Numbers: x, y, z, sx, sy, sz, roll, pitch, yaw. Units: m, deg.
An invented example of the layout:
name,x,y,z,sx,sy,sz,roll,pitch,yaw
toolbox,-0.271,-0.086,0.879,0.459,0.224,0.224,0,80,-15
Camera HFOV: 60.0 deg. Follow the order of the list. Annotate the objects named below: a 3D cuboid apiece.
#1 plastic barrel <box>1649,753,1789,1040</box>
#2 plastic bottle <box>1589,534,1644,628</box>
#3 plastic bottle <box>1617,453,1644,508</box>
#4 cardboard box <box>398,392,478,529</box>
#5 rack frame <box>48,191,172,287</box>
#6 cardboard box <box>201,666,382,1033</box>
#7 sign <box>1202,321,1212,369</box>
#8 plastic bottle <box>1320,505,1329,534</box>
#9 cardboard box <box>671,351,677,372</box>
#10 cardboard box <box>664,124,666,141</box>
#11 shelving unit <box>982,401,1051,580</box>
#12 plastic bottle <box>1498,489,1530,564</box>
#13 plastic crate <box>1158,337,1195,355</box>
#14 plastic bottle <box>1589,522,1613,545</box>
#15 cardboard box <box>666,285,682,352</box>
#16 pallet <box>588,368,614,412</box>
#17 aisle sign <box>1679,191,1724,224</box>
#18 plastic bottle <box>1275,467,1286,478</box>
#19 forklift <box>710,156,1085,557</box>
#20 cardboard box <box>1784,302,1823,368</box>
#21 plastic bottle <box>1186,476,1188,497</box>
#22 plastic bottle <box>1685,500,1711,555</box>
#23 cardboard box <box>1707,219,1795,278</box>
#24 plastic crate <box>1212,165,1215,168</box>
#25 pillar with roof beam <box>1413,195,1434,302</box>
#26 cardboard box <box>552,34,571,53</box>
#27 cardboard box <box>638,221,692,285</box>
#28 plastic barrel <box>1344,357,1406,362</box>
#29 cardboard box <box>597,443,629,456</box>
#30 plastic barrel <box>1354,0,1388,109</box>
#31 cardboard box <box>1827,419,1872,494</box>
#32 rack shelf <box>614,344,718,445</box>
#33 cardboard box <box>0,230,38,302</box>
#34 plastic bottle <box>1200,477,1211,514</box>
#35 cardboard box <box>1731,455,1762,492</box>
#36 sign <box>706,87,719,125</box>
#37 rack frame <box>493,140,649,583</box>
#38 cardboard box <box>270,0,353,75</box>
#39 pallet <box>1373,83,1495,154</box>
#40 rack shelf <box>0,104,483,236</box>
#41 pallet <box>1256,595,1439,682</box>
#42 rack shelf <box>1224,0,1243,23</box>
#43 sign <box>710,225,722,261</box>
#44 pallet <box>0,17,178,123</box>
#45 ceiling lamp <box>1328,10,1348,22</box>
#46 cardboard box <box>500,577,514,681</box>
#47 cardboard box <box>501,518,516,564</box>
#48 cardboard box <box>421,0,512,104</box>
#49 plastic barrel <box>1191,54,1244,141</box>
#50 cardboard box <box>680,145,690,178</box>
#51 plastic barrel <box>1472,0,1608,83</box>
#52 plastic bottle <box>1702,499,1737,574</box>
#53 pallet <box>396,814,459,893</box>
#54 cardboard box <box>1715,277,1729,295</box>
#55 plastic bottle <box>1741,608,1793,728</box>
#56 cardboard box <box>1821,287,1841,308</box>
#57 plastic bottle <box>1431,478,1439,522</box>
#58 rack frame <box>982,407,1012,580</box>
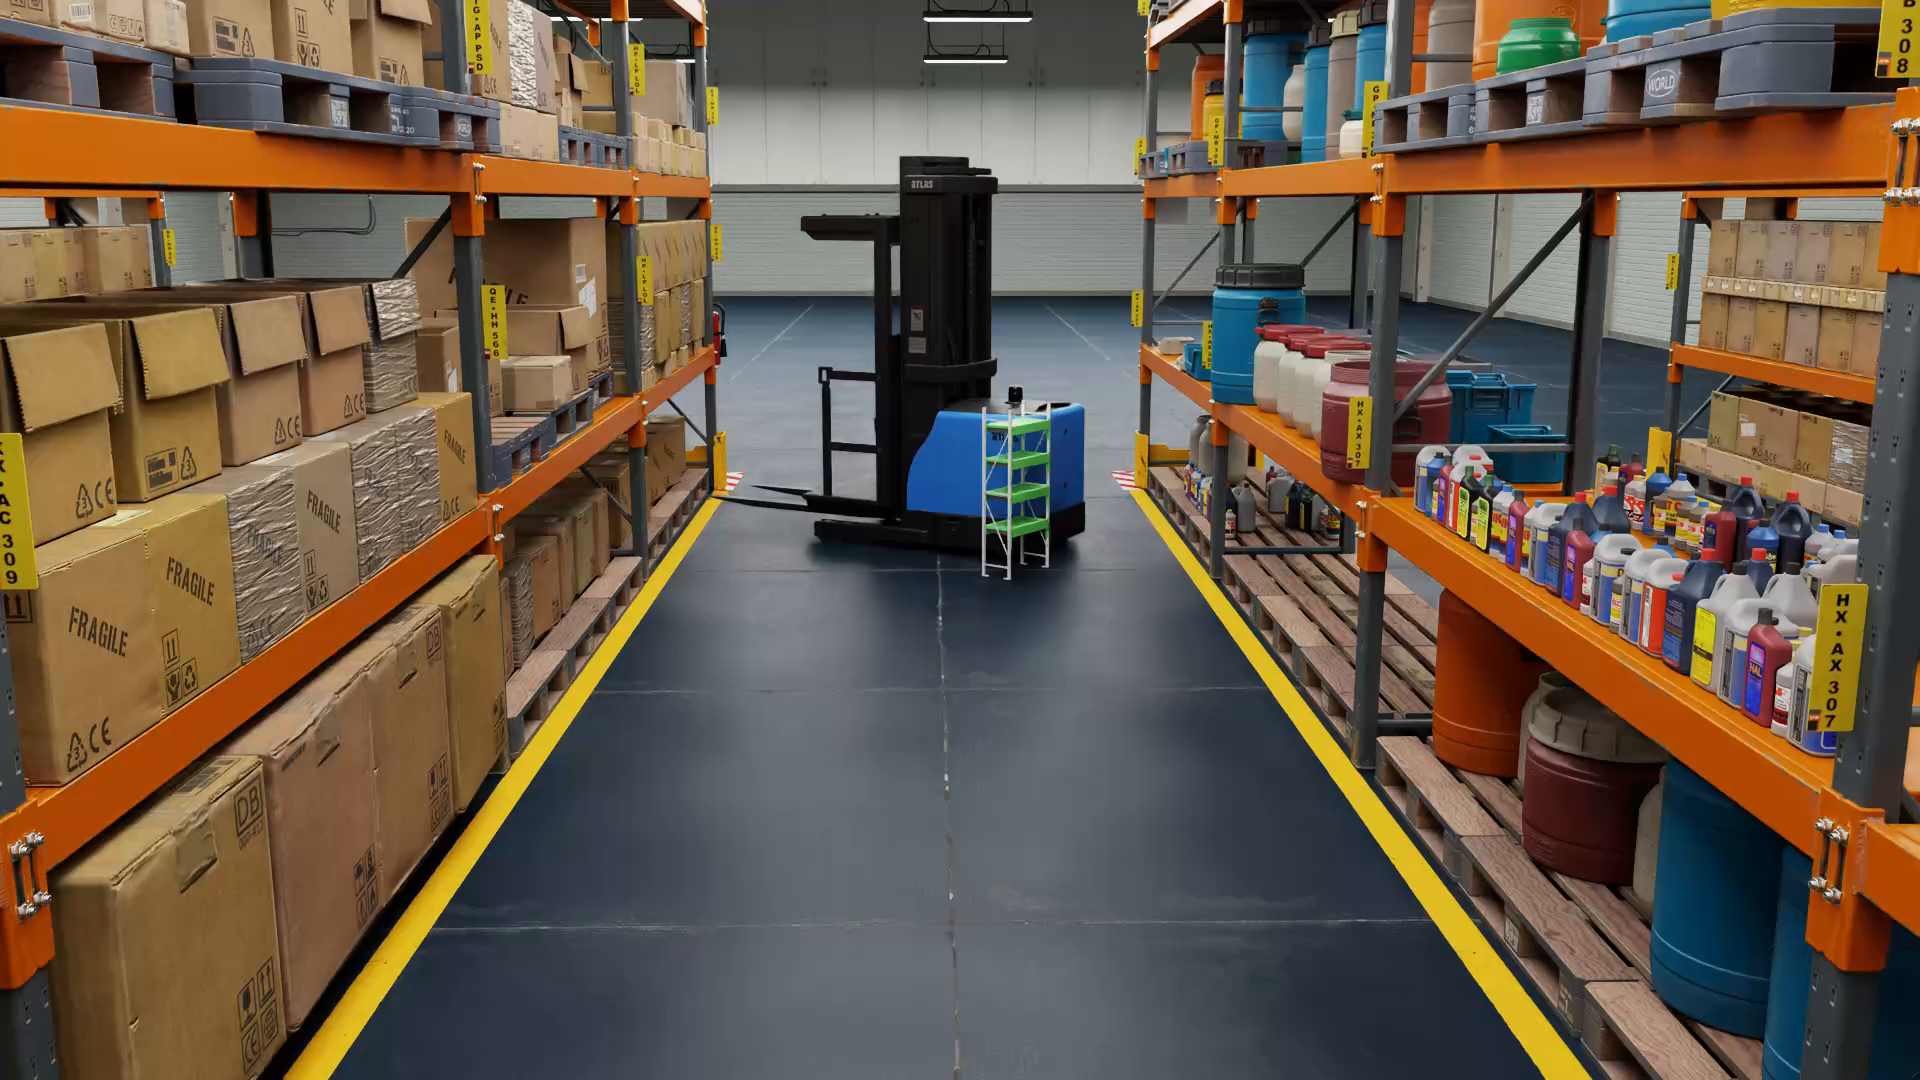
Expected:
name,x,y,z,sx,sy,sz,roll,pitch,yaw
plastic barrel,2.423,0.961,4.998,0.600,0.901,0.708,0,11,-1
plastic bottle,2.075,0.126,5.207,0.152,0.276,0.135,0,11,-1
plastic bottle,2.788,-0.226,6.921,0.061,0.283,0.133,0,11,-1
cardboard box,-2.345,-0.339,6.934,0.500,0.500,0.500,0,11,1
rack frame,-7.729,-1.977,15.260,1.000,3.000,0.127,0,11,-1
cardboard box,-2.573,0.939,5.175,1.225,0.875,0.875,-1,11,-3
sign,1.716,-1.338,11.414,0.100,0.325,0.005,0,11,-1
plastic bottle,2.694,-0.152,12.197,0.097,0.201,0.097,0,11,0
cardboard box,-2.434,-1.401,13.053,0.380,0.149,0.250,0,11,-1
cardboard box,-2.488,-3.150,12.872,0.380,0.149,0.250,0,11,0
shelving unit,0.400,-0.362,11.825,0.258,1.200,0.503,8,14,35
plastic bottle,2.029,-0.050,6.085,0.097,0.271,0.097,0,11,0
plastic crate,1.880,-1.689,14.504,0.298,0.136,0.250,0,11,-1
plastic bottle,2.103,0.078,5.452,0.097,0.271,0.097,0,11,0
cardboard box,-2.688,-1.765,13.214,0.875,0.500,0.500,0,11,-1
pallet,-2.815,-0.936,10.609,1.003,0.211,1.213,0,11,-1
aisle sign,6.828,-3.303,15.258,0.394,0.787,0.004,0,11,-1
plastic bottle,2.638,-0.465,13.550,0.152,0.276,0.135,0,11,-1
forklift,-0.568,-1.495,13.058,3.031,2.935,1.130,6,13,27
cardboard box,7.167,-1.666,13.474,0.700,0.500,0.500,0,11,1
plastic bottle,1.912,-0.460,13.712,0.097,0.201,0.097,0,11,0
plastic bottle,2.785,-0.046,6.243,0.097,0.201,0.097,0,11,0
cardboard box,7.134,-2.599,14.810,0.700,0.500,0.500,0,11,-1
plastic crate,1.829,-2.861,12.735,0.243,0.136,0.396,0,11,-1
pillar with roof beam,8.044,-10.789,43.605,9.100,9.000,0.548,0,11,-1
cardboard box,-2.950,-3.180,11.390,0.500,0.500,0.500,-1,11,-3
cardboard box,-2.486,-2.355,13.609,0.500,0.500,0.500,0,11,-1
plastic barrel,2.114,-0.666,8.515,0.421,0.512,0.421,0,11,0
cardboard box,-2.765,-0.480,13.109,0.500,0.500,0.500,-1,12,-6
plastic barrel,2.521,-2.558,9.319,0.600,0.901,0.708,0,11,-1
cardboard box,6.992,-0.639,12.636,0.500,0.500,0.500,0,11,-1
rack shelf,-2.727,-1.227,13.373,1.077,0.370,4.000,0,11,-1
cardboard box,-7.621,-2.075,12.649,0.875,0.550,0.550,0,11,-1
plastic bottle,1.955,-0.345,12.958,0.152,0.276,0.135,0,11,0
cardboard box,6.948,-0.569,14.180,0.500,0.250,0.500,0,11,-1
sign,-2.213,-3.880,14.867,0.100,0.325,0.005,0,11,-1
rack frame,-2.686,-1.182,11.342,1.000,3.000,0.127,0,11,-1
cardboard box,-2.413,-1.820,5.632,0.500,0.500,0.500,0,11,2
pallet,2.267,-1.632,6.492,1.003,0.211,1.213,0,11,-1
rack shelf,-2.562,-1.107,5.236,1.077,0.370,4.000,0,11,-1
pallet,2.349,0.563,9.752,1.003,0.211,1.213,0,11,-1
rack shelf,2.307,-3.196,8.997,1.077,0.370,4.000,0,11,-1
sign,-2.213,-2.698,15.106,0.100,0.325,0.005,0,11,-1
pallet,-2.589,-1.150,4.121,0.805,0.209,1.217,-1,11,-3
ceiling lamp,7.656,-11.068,30.299,2.000,3.185,0.800,0,11,-1
cardboard box,-2.637,0.489,8.283,0.700,0.500,0.500,-1,11,-4
cardboard box,-2.668,0.016,8.728,0.500,0.250,0.500,1,12,5
cardboard box,-2.356,-2.246,7.530,0.500,0.500,0.500,0,11,-1
plastic barrel,2.321,-3.788,14.505,0.600,0.830,0.708,0,11,-1
cardboard box,-2.489,-3.078,13.519,0.500,0.250,0.500,0,11,0
plastic barrel,2.358,-2.181,6.584,0.600,0.830,0.708,0,11,-1
plastic bottle,2.667,-0.007,5.843,0.061,0.283,0.133,0,11,-1
pallet,-2.662,1.137,6.926,1.003,0.211,1.213,0,11,-1
cardboard box,6.937,-2.253,14.736,0.380,0.149,0.250,-1,11,-3
plastic bottle,2.050,0.322,4.221,0.061,0.283,0.133,0,11,-1
cardboard box,6.974,-1.895,12.971,0.380,0.149,0.250,0,11,0
plastic bottle,2.012,-0.180,6.903,0.097,0.201,0.097,0,11,0
rack frame,0.257,-0.323,11.632,0.240,1.200,0.015,8,14,35
